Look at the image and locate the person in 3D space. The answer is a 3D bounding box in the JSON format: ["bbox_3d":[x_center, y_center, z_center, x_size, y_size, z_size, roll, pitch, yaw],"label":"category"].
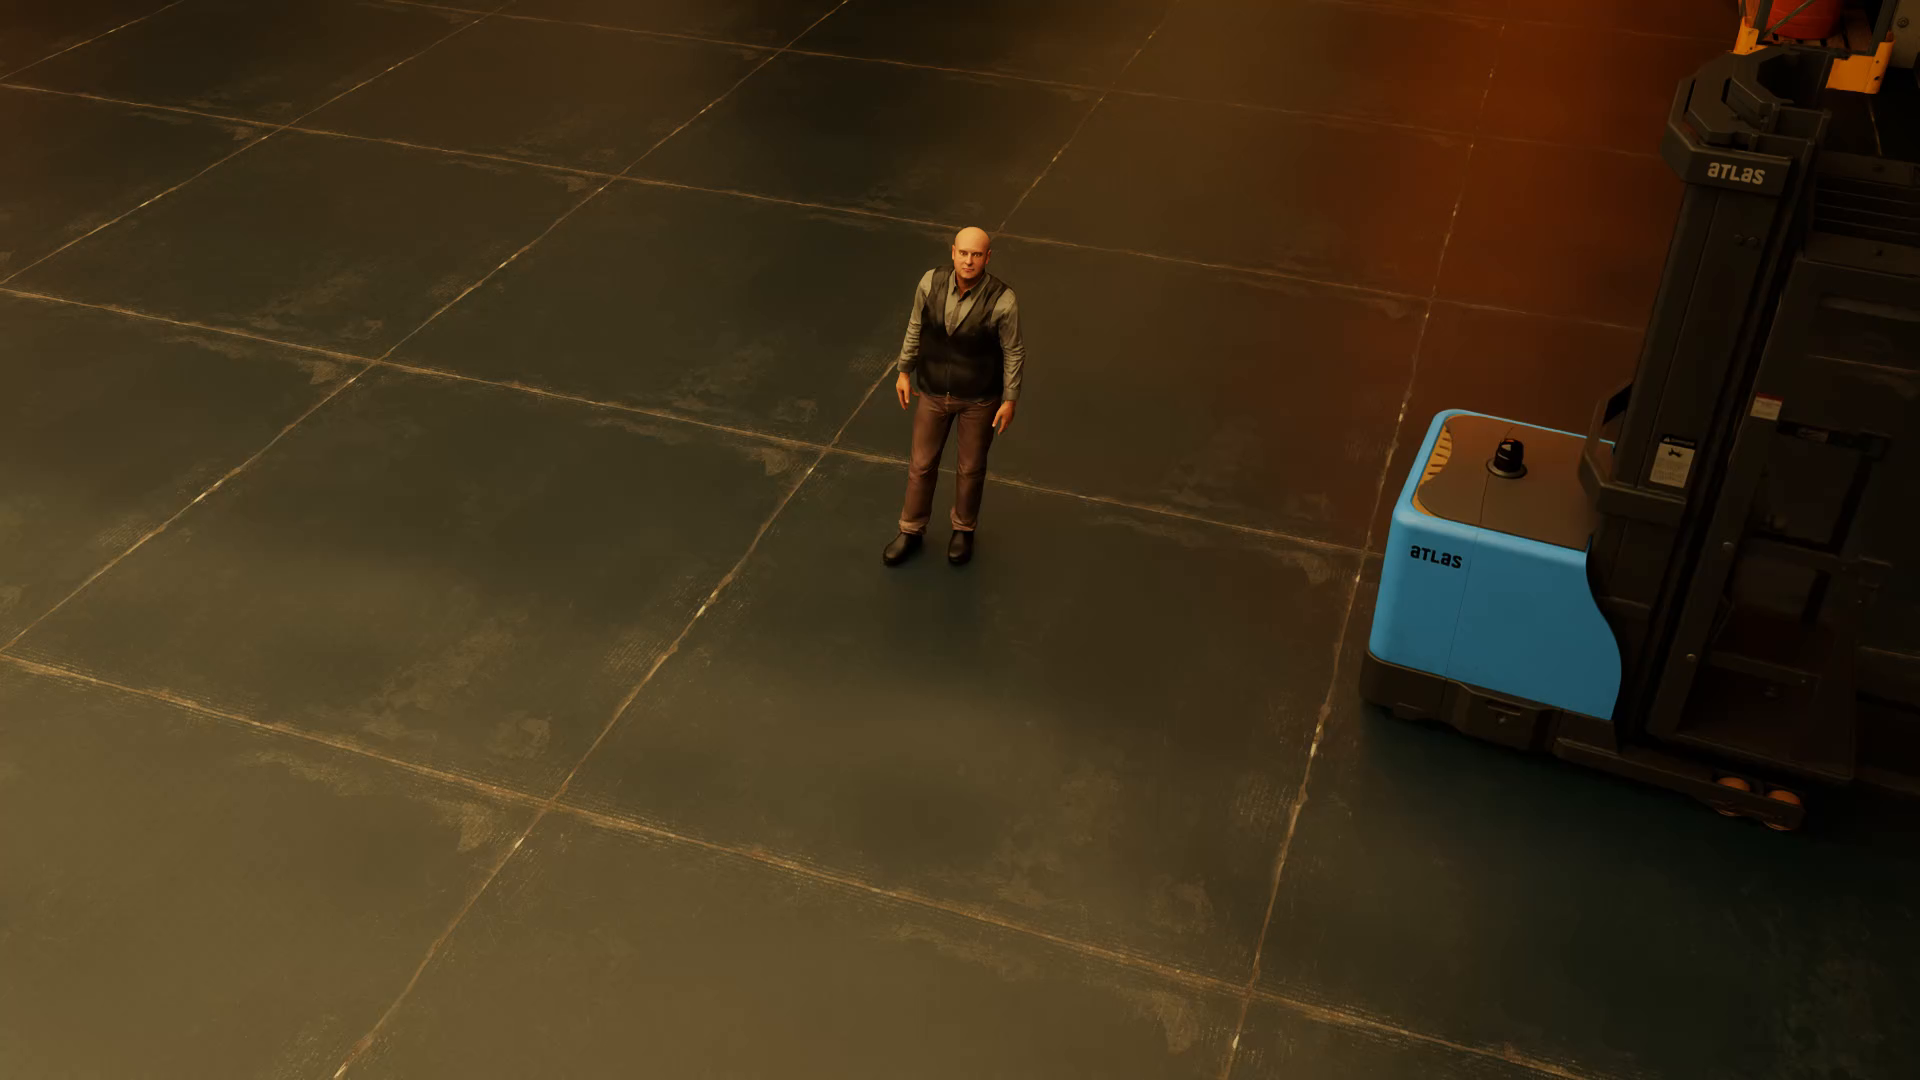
[{"bbox_3d":[-0.028,-0.644,8.120,0.632,1.642,0.568,12,37,16],"label":"person"}]

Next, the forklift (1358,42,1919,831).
[{"bbox_3d":[3.373,-0.336,6.585,3.031,2.935,1.130,15,38,20],"label":"forklift"}]
